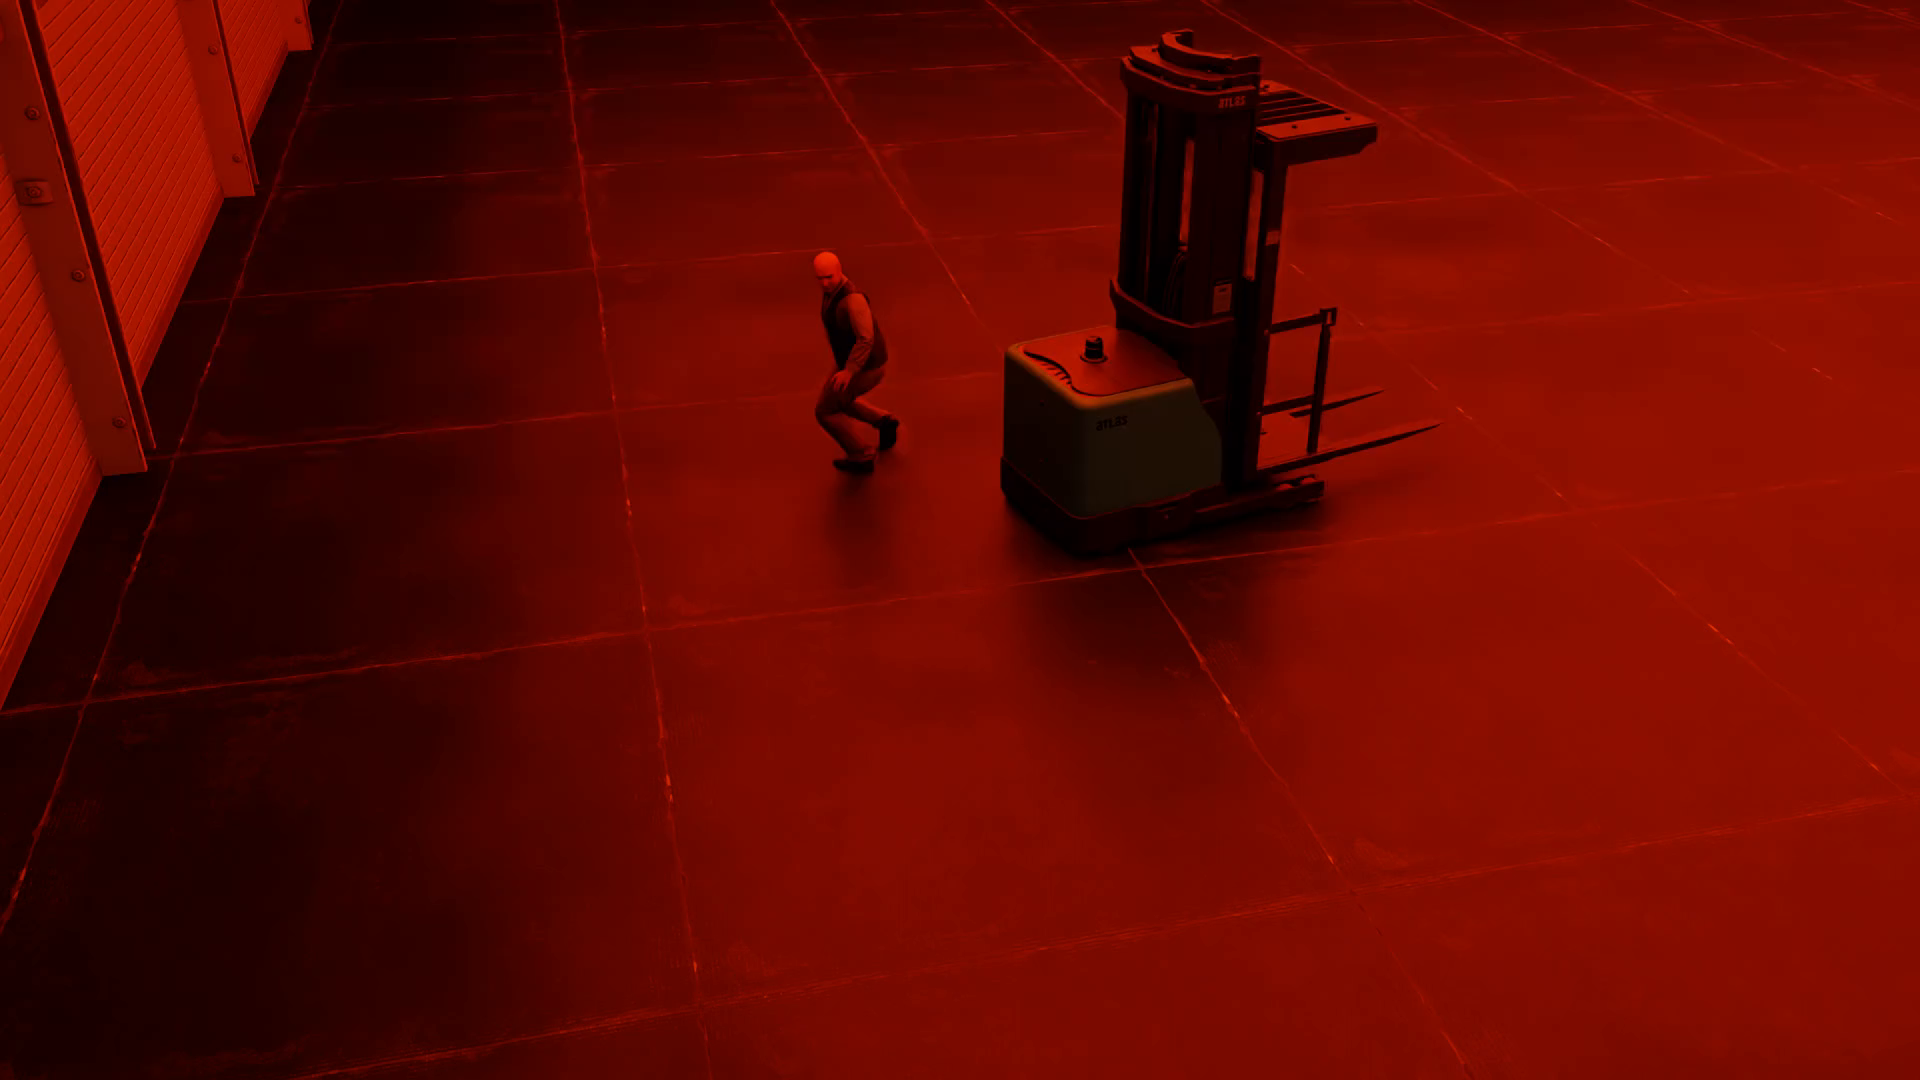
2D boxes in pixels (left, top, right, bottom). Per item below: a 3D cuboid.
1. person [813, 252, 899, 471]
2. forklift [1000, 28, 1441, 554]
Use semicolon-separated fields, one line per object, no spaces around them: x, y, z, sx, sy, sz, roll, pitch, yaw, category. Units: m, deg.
-0.702;-1.224;11.128;0.575;1.543;0.891;-3;30;-5;person
1.817;-1.689;10.491;3.031;2.935;1.130;-14;33;-23;forklift
